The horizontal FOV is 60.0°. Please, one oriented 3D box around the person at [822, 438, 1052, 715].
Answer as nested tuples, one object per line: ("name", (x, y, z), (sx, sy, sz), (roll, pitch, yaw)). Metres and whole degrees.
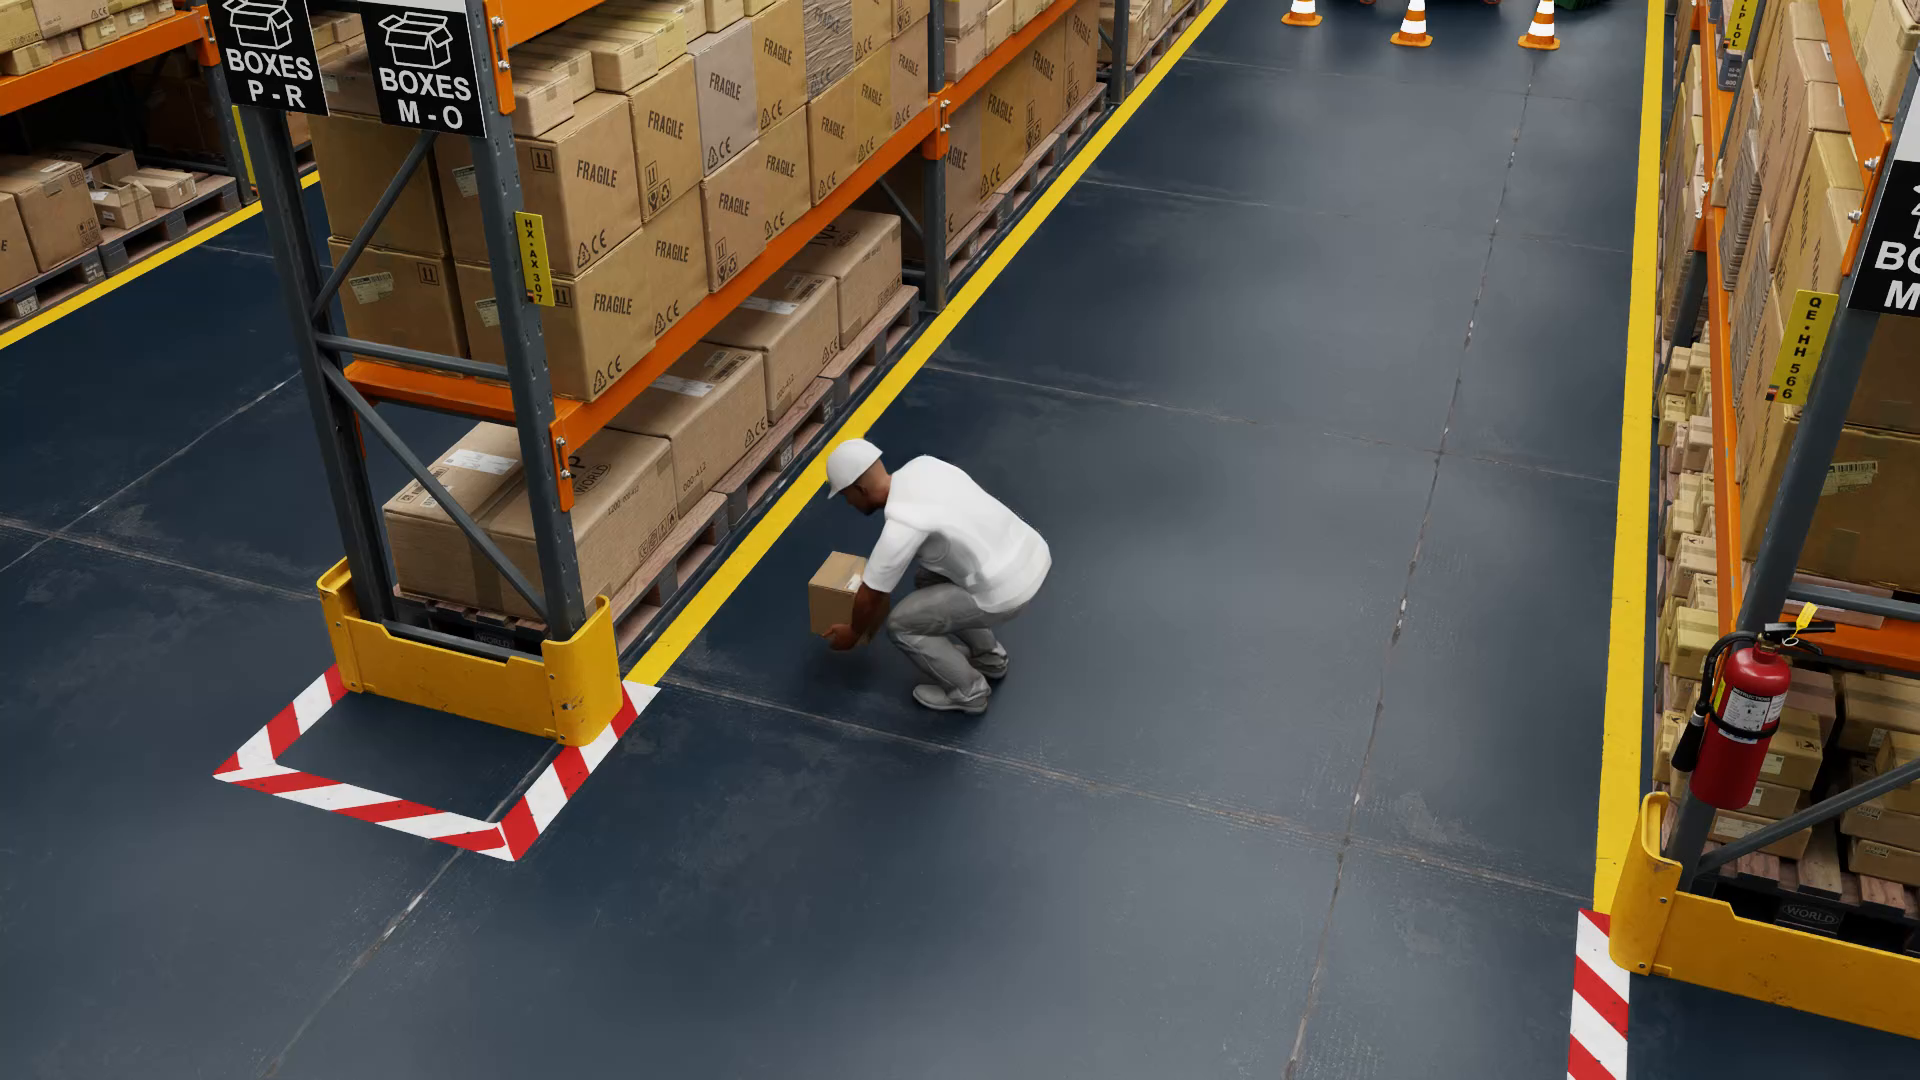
("person", (-0.096, 0.141, 6.506), (0.860, 1.111, 0.603), (11, 35, 16))
